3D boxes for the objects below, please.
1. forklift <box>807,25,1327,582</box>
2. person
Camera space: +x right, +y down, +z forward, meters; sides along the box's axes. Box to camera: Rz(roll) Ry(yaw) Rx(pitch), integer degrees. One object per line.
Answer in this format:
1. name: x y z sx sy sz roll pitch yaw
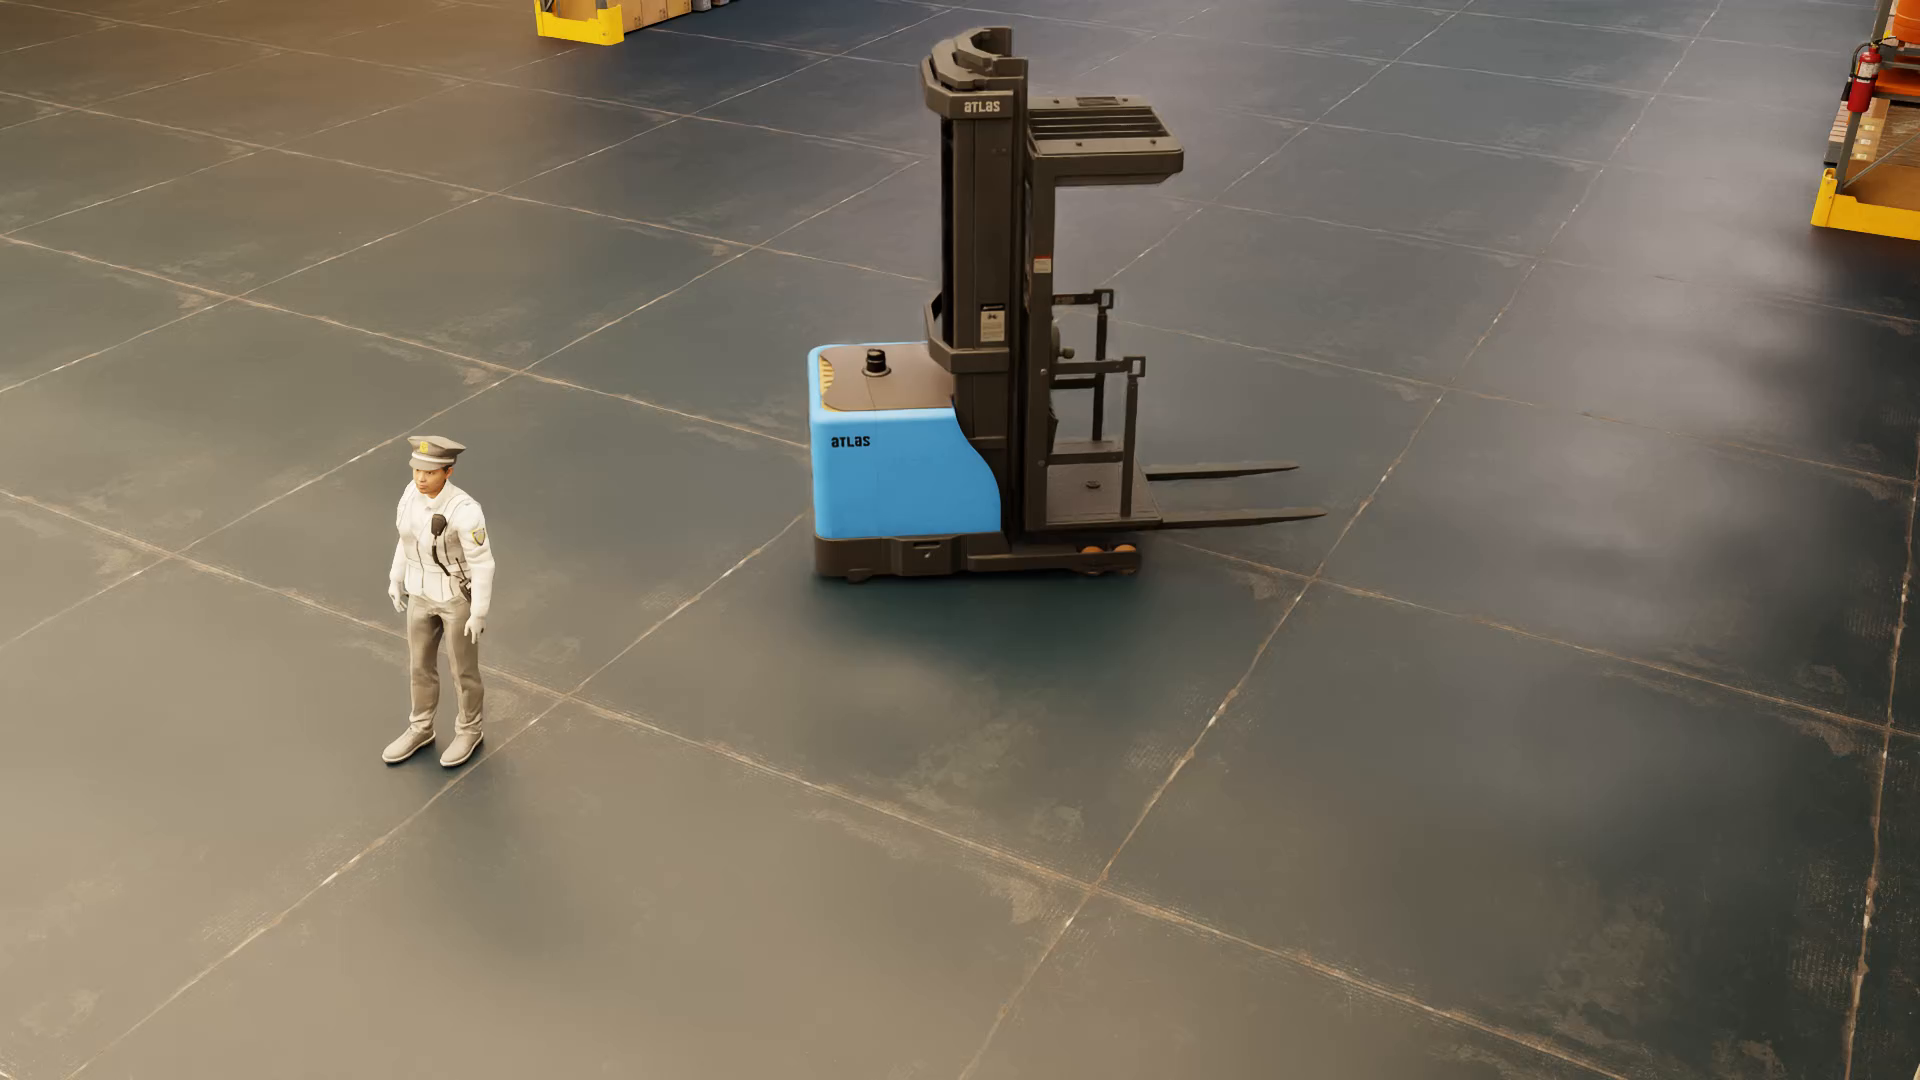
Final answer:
1. forklift: 0.634 -1.325 9.367 3.031 2.935 1.130 -3 30 -5
2. person: -2.462 0.297 7.780 0.587 1.694 0.530 15 33 24
